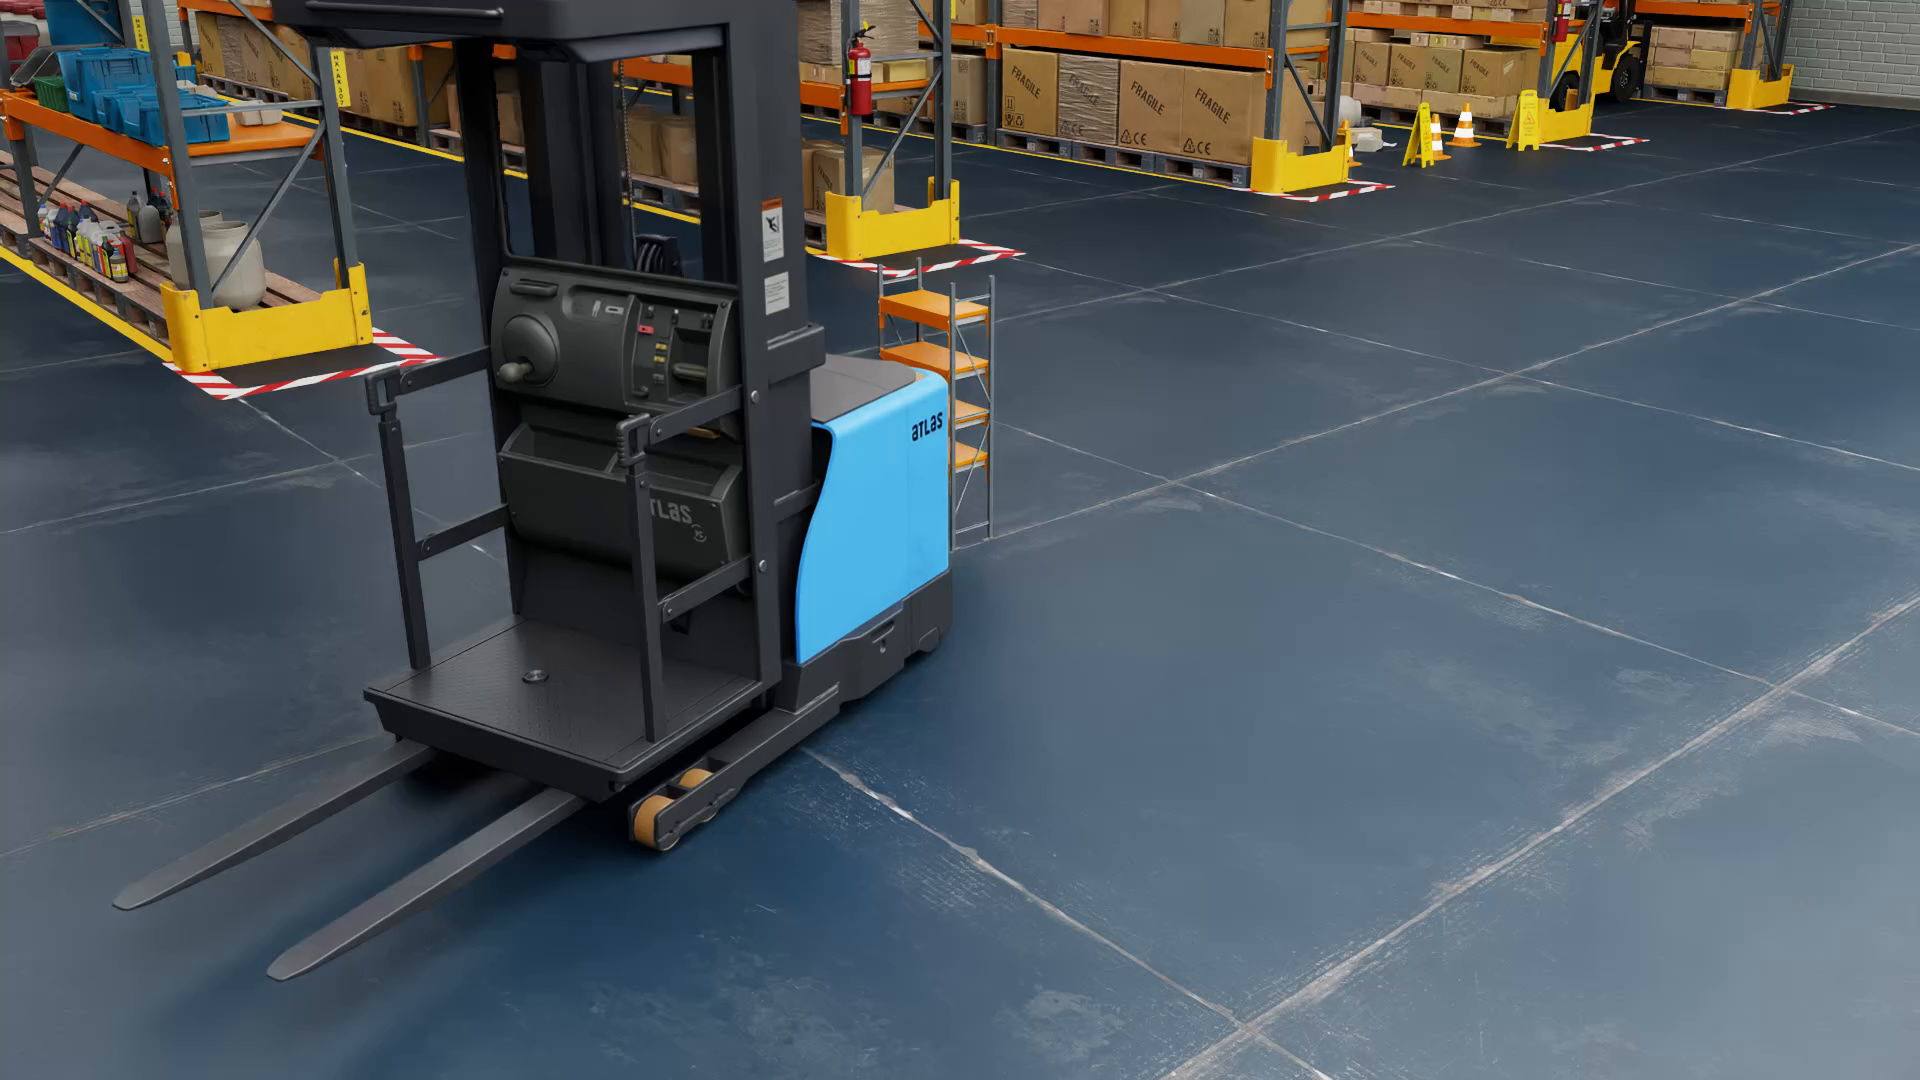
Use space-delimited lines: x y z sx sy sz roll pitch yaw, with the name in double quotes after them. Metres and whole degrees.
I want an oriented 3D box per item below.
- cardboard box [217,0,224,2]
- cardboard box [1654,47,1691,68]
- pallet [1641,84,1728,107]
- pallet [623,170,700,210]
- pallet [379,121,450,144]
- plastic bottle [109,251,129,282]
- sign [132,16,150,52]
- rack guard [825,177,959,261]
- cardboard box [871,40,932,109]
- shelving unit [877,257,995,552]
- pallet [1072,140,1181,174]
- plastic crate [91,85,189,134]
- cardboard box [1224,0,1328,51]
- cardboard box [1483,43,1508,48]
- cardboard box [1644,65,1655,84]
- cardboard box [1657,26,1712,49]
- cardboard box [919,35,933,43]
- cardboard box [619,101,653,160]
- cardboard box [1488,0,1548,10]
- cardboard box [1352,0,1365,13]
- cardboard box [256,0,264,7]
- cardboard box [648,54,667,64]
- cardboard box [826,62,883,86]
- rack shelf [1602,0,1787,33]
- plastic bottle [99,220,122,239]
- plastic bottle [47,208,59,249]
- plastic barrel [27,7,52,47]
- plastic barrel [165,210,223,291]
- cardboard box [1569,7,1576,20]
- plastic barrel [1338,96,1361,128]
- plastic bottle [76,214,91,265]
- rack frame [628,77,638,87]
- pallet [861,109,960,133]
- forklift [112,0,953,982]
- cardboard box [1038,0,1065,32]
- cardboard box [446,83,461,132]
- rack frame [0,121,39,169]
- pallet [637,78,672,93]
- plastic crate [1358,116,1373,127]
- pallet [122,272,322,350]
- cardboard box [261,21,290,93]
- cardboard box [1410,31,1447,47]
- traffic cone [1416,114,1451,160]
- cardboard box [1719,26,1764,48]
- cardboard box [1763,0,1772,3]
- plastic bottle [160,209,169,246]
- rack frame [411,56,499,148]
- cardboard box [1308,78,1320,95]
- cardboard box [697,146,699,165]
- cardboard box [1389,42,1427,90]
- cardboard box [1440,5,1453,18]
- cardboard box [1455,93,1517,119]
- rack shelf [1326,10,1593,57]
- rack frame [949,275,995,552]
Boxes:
-9.943 -7.456 22.751 0.380 0.149 0.250 -18 28 -39 "cardboard box"
9.906 -6.644 22.844 0.500 0.250 0.500 -18 28 -38 "cardboard box"
10.249 -6.198 23.019 1.003 0.211 1.213 -17 27 -37 "pallet"
-2.632 -3.383 15.832 1.003 0.211 1.213 -17 27 -37 "pallet"
-6.165 -4.901 19.708 1.003 0.211 1.213 -17 27 -37 "pallet"
-5.769 -1.879 11.403 0.097 0.201 0.097 0 21 0 "plastic bottle"
-6.425 -3.936 13.041 0.100 0.325 0.005 -17 27 -37 "sign"
-0.536 -2.611 13.464 1.175 0.500 0.348 -17 27 -37 "rack guard"
-0.982 -5.834 20.776 1.050 0.750 0.750 -17 27 -37 "cardboard box"
-0.108 -0.604 7.382 0.258 1.200 0.503 -17 27 -37 "shelving unit"
1.964 -4.147 17.783 1.003 0.211 1.213 -17 27 -37 "pallet"
-5.211 -2.753 10.604 0.499 0.251 0.408 -17 27 -37 "plastic crate"
3.061 -5.068 16.104 0.875 0.550 0.550 -17 27 -37 "cardboard box"
6.344 -5.816 20.385 0.500 0.500 0.500 -19 28 -39 "cardboard box"
9.596 -6.545 23.276 0.500 0.250 0.500 -17 27 -37 "cardboard box"
9.905 -6.869 22.731 0.500 0.250 0.500 -17 27 -36 "cardboard box"
-0.346 -8.482 27.364 0.875 0.875 0.875 -16 27 -36 "cardboard box"
-3.481 -4.074 16.598 0.500 0.500 0.700 20 29 41 "cardboard box"
6.459 -6.382 19.120 0.500 0.500 0.500 -18 28 -38 "cardboard box"
5.107 -6.671 20.748 0.380 0.149 0.250 -18 27 -38 "cardboard box"
-8.935 -7.029 21.663 0.380 0.149 0.250 -17 27 -36 "cardboard box"
-2.545 -4.330 14.771 0.380 0.149 0.250 -17 27 -37 "cardboard box"
-0.828 -3.666 13.076 0.380 0.149 0.250 -17 27 -37 "cardboard box"
9.474 -7.513 23.539 1.077 0.370 4.000 -17 27 -37 "rack shelf"
-6.140 -2.167 12.035 0.152 0.276 0.135 -17 27 -37 "plastic bottle"
-6.741 -2.341 12.479 0.152 0.276 0.135 -16 27 -36 "plastic bottle"
-7.308 -4.059 13.549 0.433 0.535 0.433 0 21 0 "plastic barrel"
-5.053 -1.914 11.092 0.421 0.512 0.421 0 21 0 "plastic barrel"
6.957 -6.139 19.389 0.380 0.149 0.250 -17 27 -37 "cardboard box"
4.526 -5.123 19.984 0.512 0.421 0.421 0 21 -1 "plastic barrel"
-6.236 -2.160 11.914 0.144 0.351 0.185 -18 27 -38 "plastic bottle"
-4.495 -8.222 24.362 1.000 3.000 0.127 -17 27 -37 "rack frame"
-0.635 -5.245 20.587 1.003 0.211 1.213 -17 27 -37 "pallet"
-1.203 -0.609 5.019 1.130 2.935 3.031 12 24 28 "forklift"
1.353 -5.836 18.065 0.875 0.550 0.550 -17 27 -37 "cardboard box"
-5.255 -4.824 18.513 0.700 0.500 0.500 -19 28 -40 "cardboard box"
-9.460 -4.785 15.587 1.000 3.000 0.127 -17 27 -37 "rack frame"
-3.986 -6.709 24.323 1.003 0.211 1.213 -17 27 -37 "pallet"
4.814 -5.229 20.726 0.583 0.080 0.402 12 24 27 "plastic crate"
-4.850 -1.512 11.054 1.003 0.211 1.213 -17 27 -37 "pallet"
-8.689 -6.476 22.244 0.875 0.875 0.875 -17 27 -37 "cardboard box"
5.678 -6.067 20.138 0.380 0.149 0.250 -16 27 -35 "cardboard box"
5.145 -4.385 18.045 0.336 0.463 0.334 -17 27 -37 "traffic cone"
10.609 -6.854 22.694 0.500 0.250 0.500 -18 28 -38 "cardboard box"
10.667 -7.545 22.497 0.500 0.500 0.500 -16 27 -36 "cardboard box"
-5.935 -2.337 12.458 0.061 0.283 0.133 -17 27 -37 "plastic bottle"
-5.708 -5.964 18.597 1.000 3.000 0.127 -17 27 -37 "rack frame"
4.591 -5.906 21.644 0.500 0.250 0.500 -19 28 -40 "cardboard box"
-2.022 -3.461 15.059 0.500 0.500 0.500 19 29 40 "cardboard box"
5.634 -5.821 20.398 0.500 0.500 0.500 -18 28 -39 "cardboard box"
5.963 -6.336 19.891 0.380 0.149 0.250 -17 27 -37 "cardboard box"
6.274 -5.194 19.826 0.500 0.250 0.500 -18 27 -38 "cardboard box"
5.716 -6.330 20.519 1.077 0.370 4.000 -17 27 -37 "rack shelf"
0.051 -0.537 7.210 0.240 1.200 0.015 -17 27 -37 "rack frame"
